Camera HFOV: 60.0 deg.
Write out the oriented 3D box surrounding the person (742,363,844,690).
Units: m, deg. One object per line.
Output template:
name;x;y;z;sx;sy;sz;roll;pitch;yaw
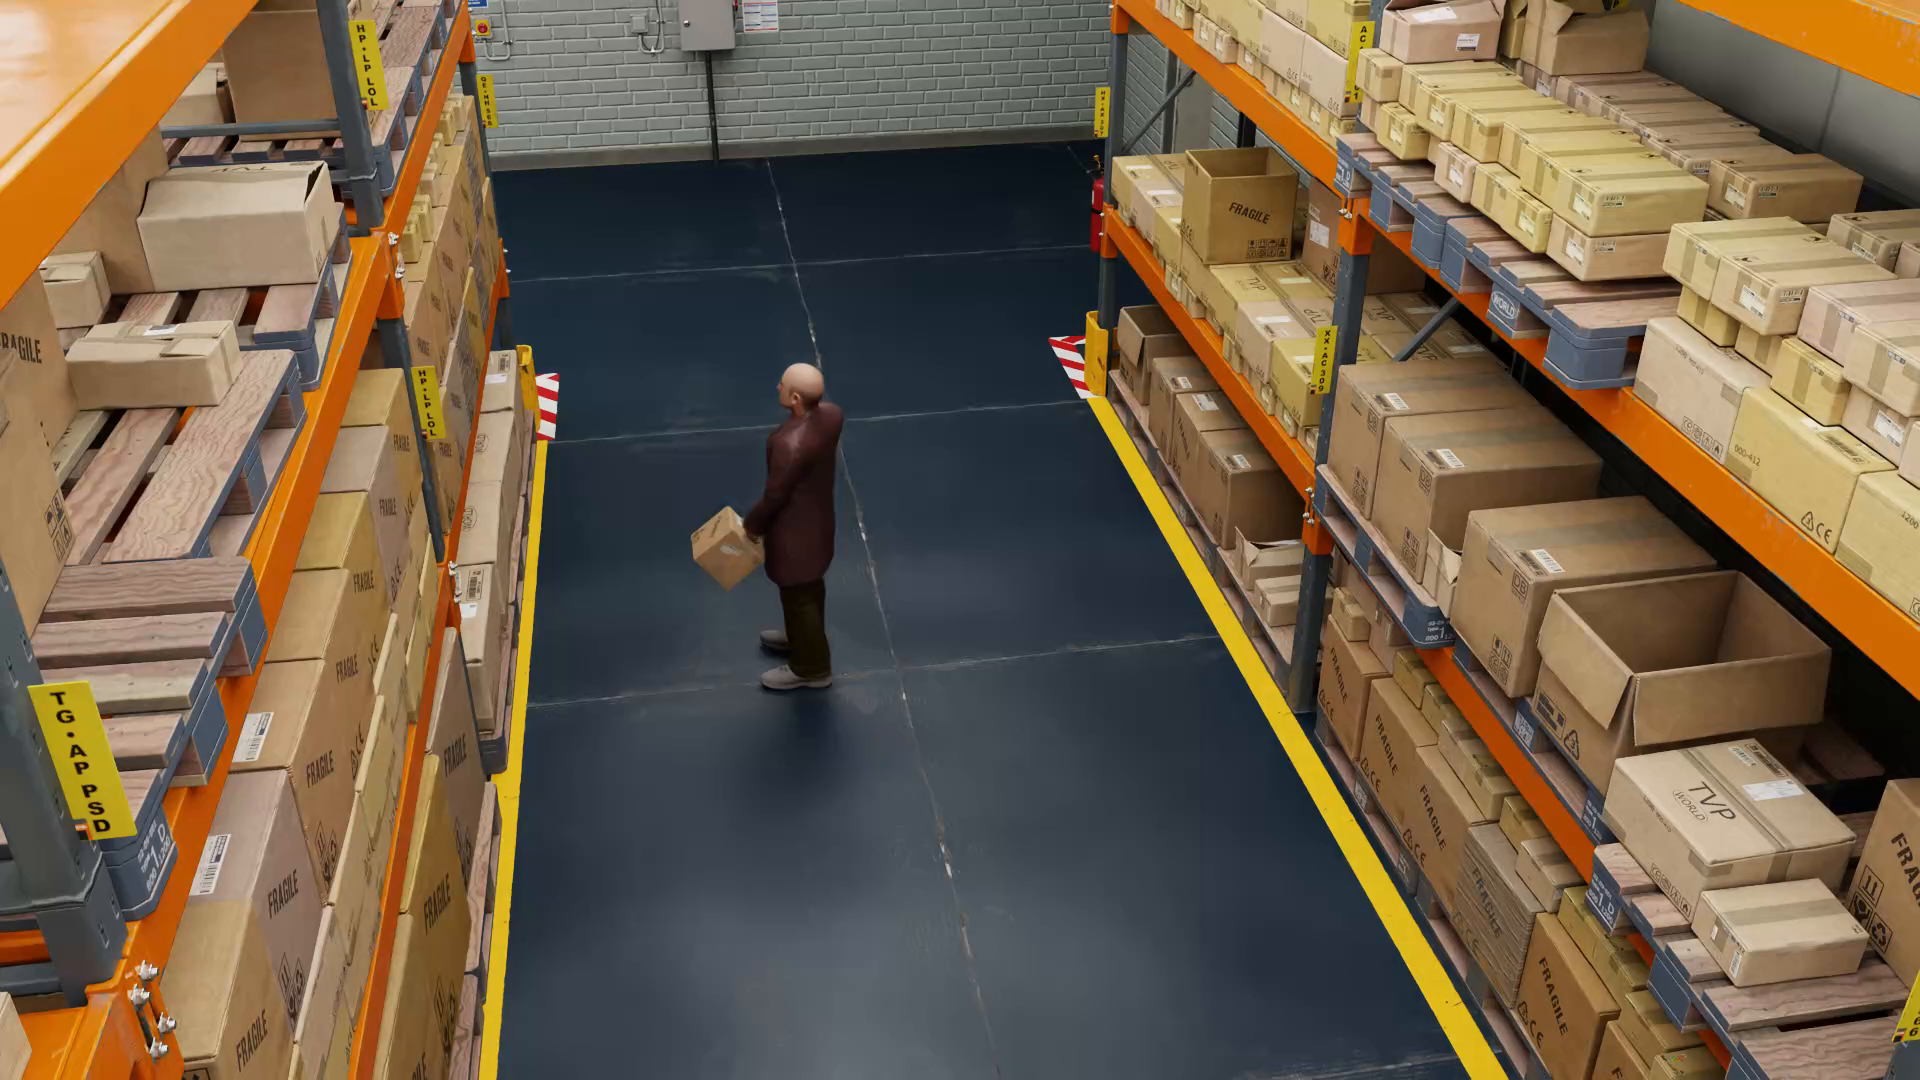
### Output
person;-0.881;-0.081;8.275;0.557;1.781;0.579;11;32;19
